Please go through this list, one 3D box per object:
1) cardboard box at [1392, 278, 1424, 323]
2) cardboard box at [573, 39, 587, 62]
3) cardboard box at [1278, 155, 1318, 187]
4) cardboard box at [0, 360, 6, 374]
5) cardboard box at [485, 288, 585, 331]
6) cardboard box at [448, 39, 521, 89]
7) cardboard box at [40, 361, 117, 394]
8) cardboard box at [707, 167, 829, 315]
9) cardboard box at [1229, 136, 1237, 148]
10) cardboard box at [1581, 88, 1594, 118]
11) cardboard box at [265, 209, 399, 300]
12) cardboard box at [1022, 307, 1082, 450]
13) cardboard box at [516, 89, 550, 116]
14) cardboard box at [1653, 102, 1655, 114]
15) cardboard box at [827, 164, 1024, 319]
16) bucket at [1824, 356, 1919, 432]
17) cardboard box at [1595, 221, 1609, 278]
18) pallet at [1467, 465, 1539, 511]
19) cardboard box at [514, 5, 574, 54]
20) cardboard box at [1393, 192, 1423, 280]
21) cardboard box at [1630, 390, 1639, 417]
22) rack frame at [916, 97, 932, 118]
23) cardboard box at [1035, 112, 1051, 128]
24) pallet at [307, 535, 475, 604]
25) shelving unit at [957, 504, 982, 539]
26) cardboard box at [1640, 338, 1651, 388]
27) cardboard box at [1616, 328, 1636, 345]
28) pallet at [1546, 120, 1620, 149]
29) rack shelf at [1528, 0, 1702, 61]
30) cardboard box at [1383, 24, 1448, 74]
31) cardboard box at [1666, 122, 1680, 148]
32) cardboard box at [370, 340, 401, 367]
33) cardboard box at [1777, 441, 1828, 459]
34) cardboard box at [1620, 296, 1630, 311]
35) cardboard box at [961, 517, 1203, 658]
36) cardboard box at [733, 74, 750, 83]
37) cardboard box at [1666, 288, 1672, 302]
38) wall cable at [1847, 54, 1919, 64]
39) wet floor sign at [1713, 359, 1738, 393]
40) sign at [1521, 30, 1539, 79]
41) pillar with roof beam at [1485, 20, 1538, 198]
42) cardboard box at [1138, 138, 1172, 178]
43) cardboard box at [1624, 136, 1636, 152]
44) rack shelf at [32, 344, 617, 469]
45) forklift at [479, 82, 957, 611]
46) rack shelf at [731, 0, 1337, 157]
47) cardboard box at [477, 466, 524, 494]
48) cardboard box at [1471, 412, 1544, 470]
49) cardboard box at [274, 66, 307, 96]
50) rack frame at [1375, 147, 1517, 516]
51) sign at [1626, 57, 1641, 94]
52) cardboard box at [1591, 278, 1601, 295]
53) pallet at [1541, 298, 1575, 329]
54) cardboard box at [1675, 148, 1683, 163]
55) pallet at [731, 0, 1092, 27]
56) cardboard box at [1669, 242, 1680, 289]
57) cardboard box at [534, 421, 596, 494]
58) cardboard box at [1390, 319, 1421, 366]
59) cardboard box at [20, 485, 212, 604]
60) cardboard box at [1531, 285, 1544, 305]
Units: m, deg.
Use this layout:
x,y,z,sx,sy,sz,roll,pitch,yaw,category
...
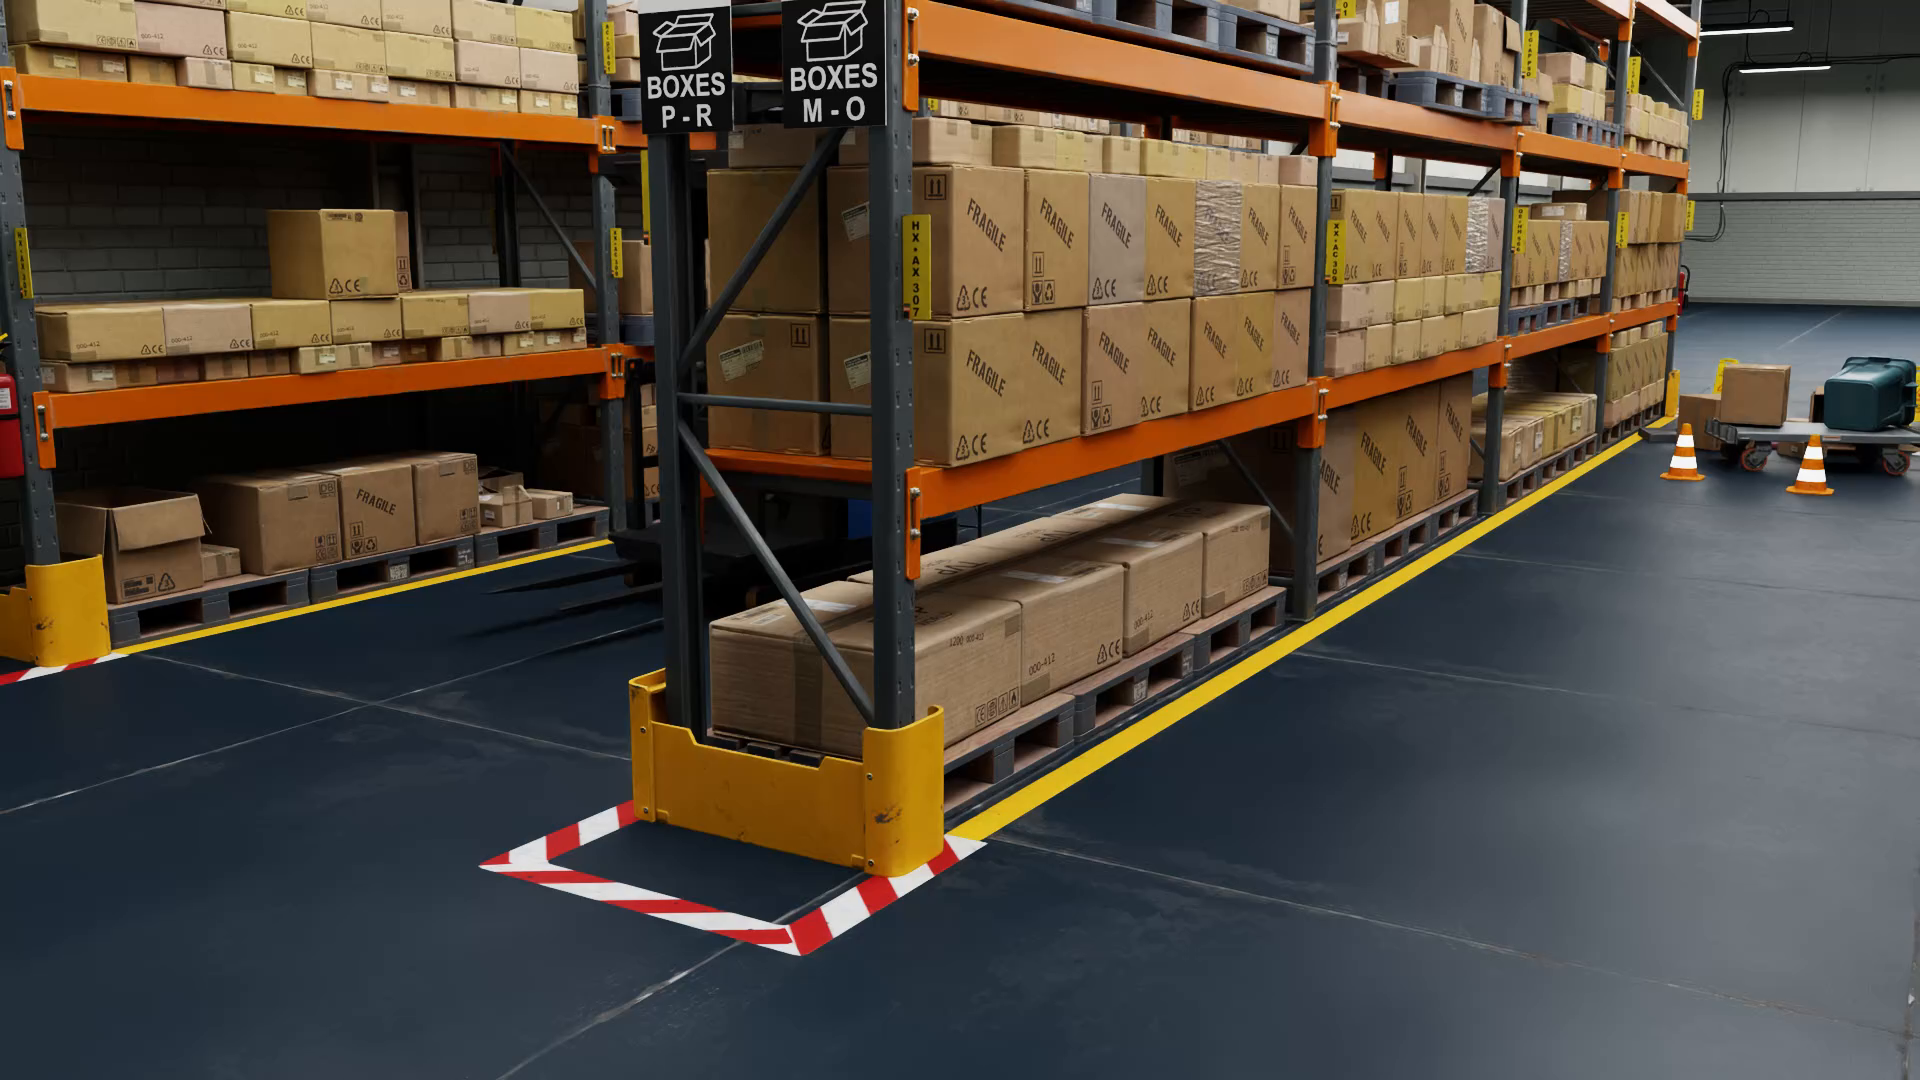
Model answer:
x,y,z,sx,sy,sz,roll,pitch,yaw,category
2.470,-1.454,10.031,0.500,0.250,0.500,7,12,31,cardboard box
-2.719,-3.363,11.488,0.380,0.149,0.250,6,12,30,cardboard box
1.582,-1.859,8.393,0.380,0.149,0.250,6,12,30,cardboard box
-4.909,-0.877,8.583,0.380,0.149,0.250,6,12,30,cardboard box
-2.831,-1.521,10.939,0.500,0.250,0.500,7,13,32,cardboard box
-3.072,-2.916,10.240,0.500,0.250,0.500,6,12,29,cardboard box
-4.446,-0.825,8.304,0.380,0.149,0.250,6,12,30,cardboard box
-0.561,-1.088,6.040,0.500,0.500,0.500,7,13,33,cardboard box
3.153,-4.904,20.210,0.396,0.266,0.258,6,12,31,cardboard box
5.176,-3.758,14.408,0.500,0.250,0.500,7,12,31,cardboard box
-3.607,-1.645,9.566,0.500,0.500,0.500,7,13,32,cardboard box
0.126,-0.628,6.302,0.500,0.500,0.500,6,12,30,cardboard box
-2.839,-2.780,10.595,0.380,0.149,0.250,6,12,31,cardboard box
6.802,-4.350,16.816,0.380,0.149,0.250,7,13,32,cardboard box
-0.115,-1.038,5.772,0.500,0.500,0.500,6,12,29,cardboard box
8.006,-1.259,14.707,0.620,0.611,0.726,-20,21,-35,bucket
5.579,-2.643,15.115,0.500,0.500,0.500,6,12,30,cardboard box
3.953,-0.459,13.248,1.003,0.211,1.213,6,12,31,pallet
-2.831,-3.242,10.623,0.500,0.250,0.500,6,12,31,cardboard box
2.447,-1.822,9.959,0.500,0.500,0.500,6,12,29,cardboard box
6.701,-1.427,17.169,0.500,0.250,0.500,6,12,30,cardboard box
-0.698,-5.129,14.313,1.000,3.000,0.127,6,12,31,rack frame
0.667,-4.093,16.198,0.380,0.149,0.250,6,12,30,cardboard box
-3.765,0.120,10.156,1.003,0.211,1.213,6,12,31,pallet
-0.086,-0.564,11.119,0.258,1.200,0.503,6,12,31,shelving unit
6.970,-1.877,17.535,0.500,0.500,0.500,6,12,29,cardboard box
6.541,-2.040,16.646,0.380,0.149,0.250,7,13,33,cardboard box
5.211,-3.631,14.973,1.213,0.211,1.003,6,12,31,pallet
6.661,-5.244,16.890,1.077,0.370,4.000,6,12,31,rack shelf
2.717,-2.947,10.029,0.396,0.266,0.258,8,13,35,cardboard box
7.390,-4.328,17.784,0.500,0.250,0.500,6,12,30,cardboard box
-3.541,-1.113,9.844,0.380,0.149,0.250,6,12,31,cardboard box
7.880,-0.915,15.537,0.258,0.266,0.396,-2,11,-9,cardboard box
6.417,-2.357,16.487,0.380,0.149,0.250,7,13,32,cardboard box
0.587,0.204,7.947,0.875,0.438,0.875,6,12,29,cardboard box
-1.751,-3.328,12.112,0.380,0.149,0.250,6,12,30,cardboard box
7.651,-2.712,18.386,0.380,0.149,0.250,6,12,30,cardboard box
25.516,-14.057,44.354,3.097,2.526,0.112,6,12,31,wall cable
8.713,-1.736,18.886,0.232,0.644,0.267,-8,13,-38,wet floor sign
4.016,-3.420,11.715,0.100,0.325,0.005,6,12,31,sign
15.348,-8.784,33.833,9.100,9.000,0.548,6,12,31,pillar with roof beam
0.655,-1.578,6.892,0.380,0.149,0.250,6,12,29,cardboard box
6.180,-3.748,15.770,0.380,0.149,0.250,6,12,31,cardboard box
-3.813,-0.883,9.891,1.077,0.370,4.000,6,12,31,rack shelf
-1.322,-1.131,9.443,1.130,2.935,3.031,8,13,37,forklift
0.431,-1.884,7.085,1.077,0.370,4.000,6,12,31,rack shelf
-3.320,-0.355,11.280,0.500,0.311,0.500,7,13,33,cardboard box
4.224,-0.827,13.632,0.950,0.372,0.625,6,12,30,cardboard box
-3.803,-2.500,9.101,0.380,0.149,0.250,6,12,30,cardboard box
3.546,-1.707,12.336,1.000,3.000,0.127,6,12,31,rack frame
6.099,-4.206,15.056,0.100,0.325,0.005,6,12,31,sign
5.592,-2.312,15.107,0.380,0.149,0.250,7,12,32,cardboard box
4.539,-1.928,14.037,1.003,0.211,1.213,6,12,31,pallet
7.652,-4.191,18.135,0.380,0.149,0.250,6,12,31,cardboard box
-0.231,-1.997,5.976,1.003,0.211,1.213,6,12,31,pallet
7.653,-3.049,18.423,0.500,0.500,0.500,6,12,30,cardboard box
-2.773,-0.635,12.260,0.500,0.500,0.500,6,12,30,cardboard box
2.470,-1.209,10.082,0.500,0.250,0.500,6,12,30,cardboard box
-4.453,0.011,8.801,0.797,0.503,0.637,6,12,28,cardboard box
4.391,-1.945,13.145,0.380,0.149,0.250,6,12,31,cardboard box
